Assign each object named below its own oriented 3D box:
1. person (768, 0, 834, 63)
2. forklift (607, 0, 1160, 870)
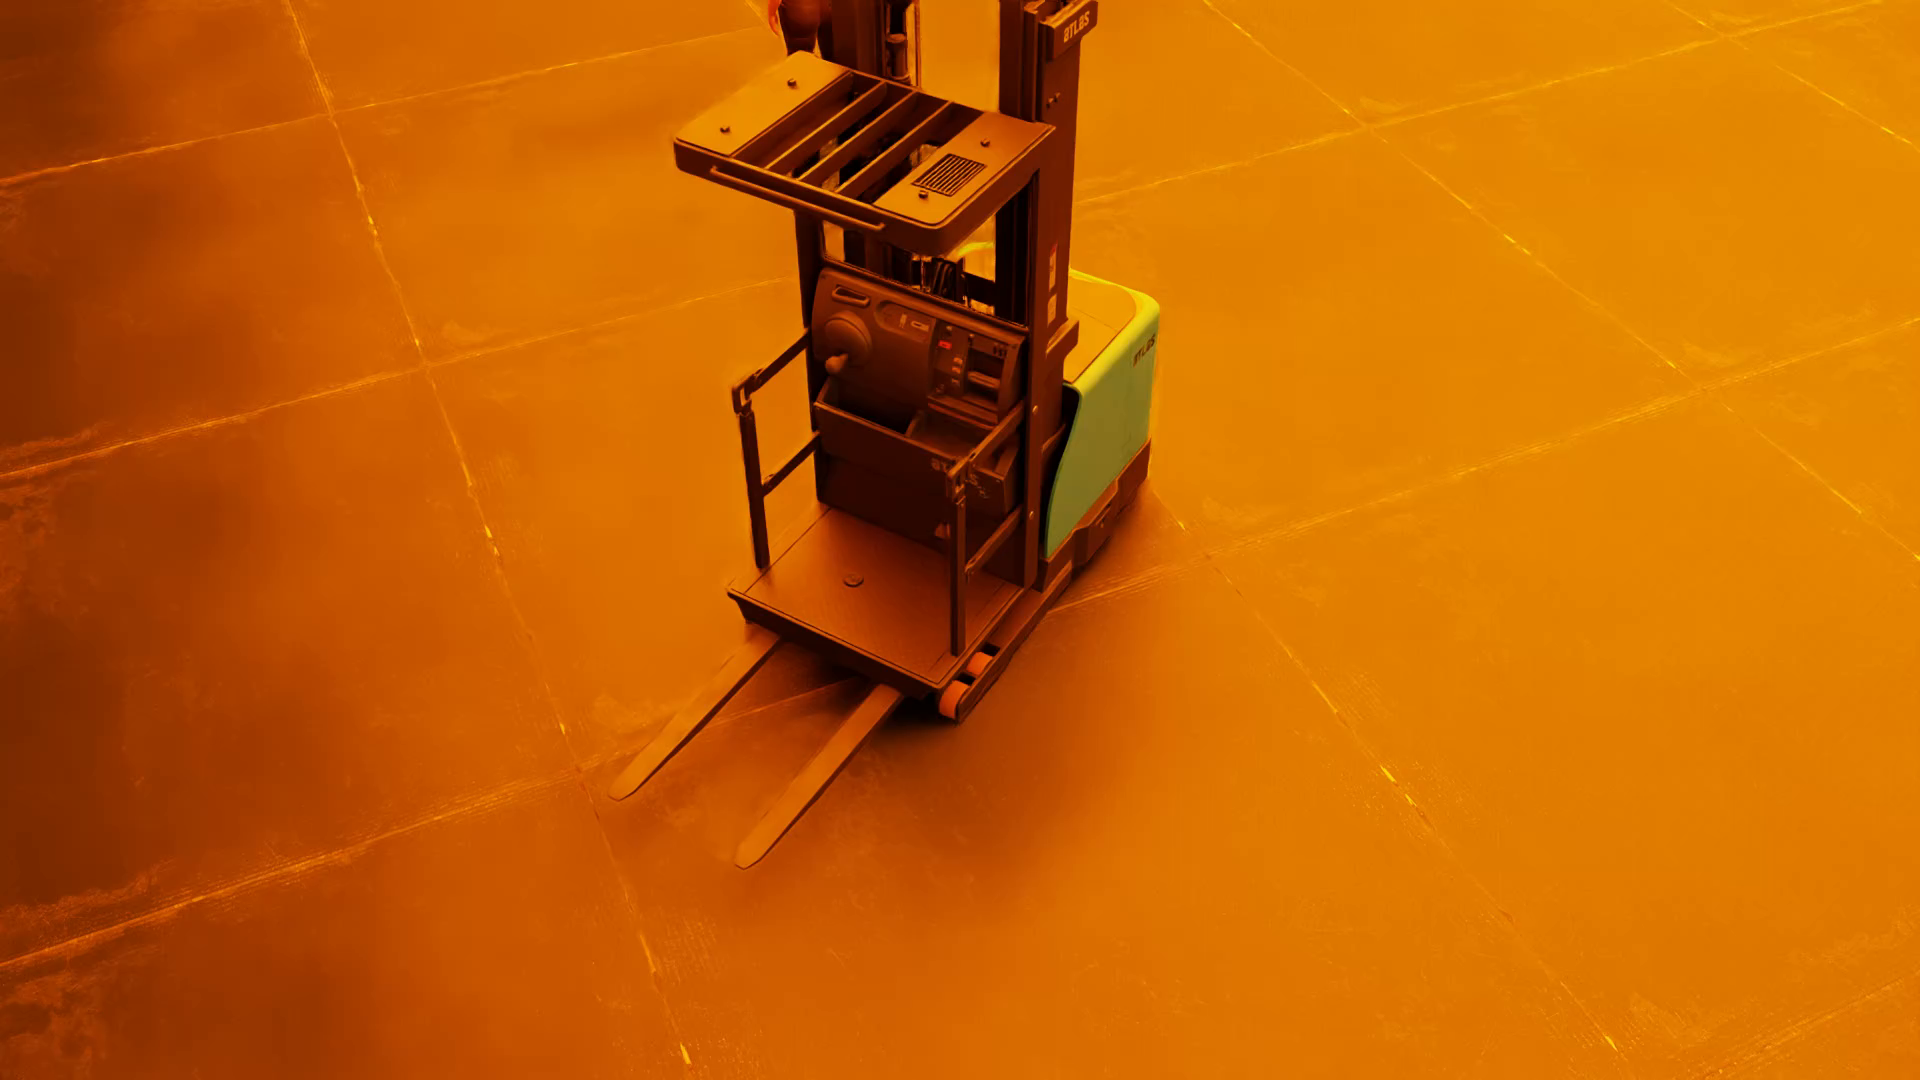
[{"bbox_3d":[-0.933,-3.268,10.113,0.598,1.650,0.502,-24,48,-24],"label":"person"},{"bbox_3d":[-0.292,-0.681,6.409,1.130,2.935,3.031,23,48,23],"label":"forklift"}]
